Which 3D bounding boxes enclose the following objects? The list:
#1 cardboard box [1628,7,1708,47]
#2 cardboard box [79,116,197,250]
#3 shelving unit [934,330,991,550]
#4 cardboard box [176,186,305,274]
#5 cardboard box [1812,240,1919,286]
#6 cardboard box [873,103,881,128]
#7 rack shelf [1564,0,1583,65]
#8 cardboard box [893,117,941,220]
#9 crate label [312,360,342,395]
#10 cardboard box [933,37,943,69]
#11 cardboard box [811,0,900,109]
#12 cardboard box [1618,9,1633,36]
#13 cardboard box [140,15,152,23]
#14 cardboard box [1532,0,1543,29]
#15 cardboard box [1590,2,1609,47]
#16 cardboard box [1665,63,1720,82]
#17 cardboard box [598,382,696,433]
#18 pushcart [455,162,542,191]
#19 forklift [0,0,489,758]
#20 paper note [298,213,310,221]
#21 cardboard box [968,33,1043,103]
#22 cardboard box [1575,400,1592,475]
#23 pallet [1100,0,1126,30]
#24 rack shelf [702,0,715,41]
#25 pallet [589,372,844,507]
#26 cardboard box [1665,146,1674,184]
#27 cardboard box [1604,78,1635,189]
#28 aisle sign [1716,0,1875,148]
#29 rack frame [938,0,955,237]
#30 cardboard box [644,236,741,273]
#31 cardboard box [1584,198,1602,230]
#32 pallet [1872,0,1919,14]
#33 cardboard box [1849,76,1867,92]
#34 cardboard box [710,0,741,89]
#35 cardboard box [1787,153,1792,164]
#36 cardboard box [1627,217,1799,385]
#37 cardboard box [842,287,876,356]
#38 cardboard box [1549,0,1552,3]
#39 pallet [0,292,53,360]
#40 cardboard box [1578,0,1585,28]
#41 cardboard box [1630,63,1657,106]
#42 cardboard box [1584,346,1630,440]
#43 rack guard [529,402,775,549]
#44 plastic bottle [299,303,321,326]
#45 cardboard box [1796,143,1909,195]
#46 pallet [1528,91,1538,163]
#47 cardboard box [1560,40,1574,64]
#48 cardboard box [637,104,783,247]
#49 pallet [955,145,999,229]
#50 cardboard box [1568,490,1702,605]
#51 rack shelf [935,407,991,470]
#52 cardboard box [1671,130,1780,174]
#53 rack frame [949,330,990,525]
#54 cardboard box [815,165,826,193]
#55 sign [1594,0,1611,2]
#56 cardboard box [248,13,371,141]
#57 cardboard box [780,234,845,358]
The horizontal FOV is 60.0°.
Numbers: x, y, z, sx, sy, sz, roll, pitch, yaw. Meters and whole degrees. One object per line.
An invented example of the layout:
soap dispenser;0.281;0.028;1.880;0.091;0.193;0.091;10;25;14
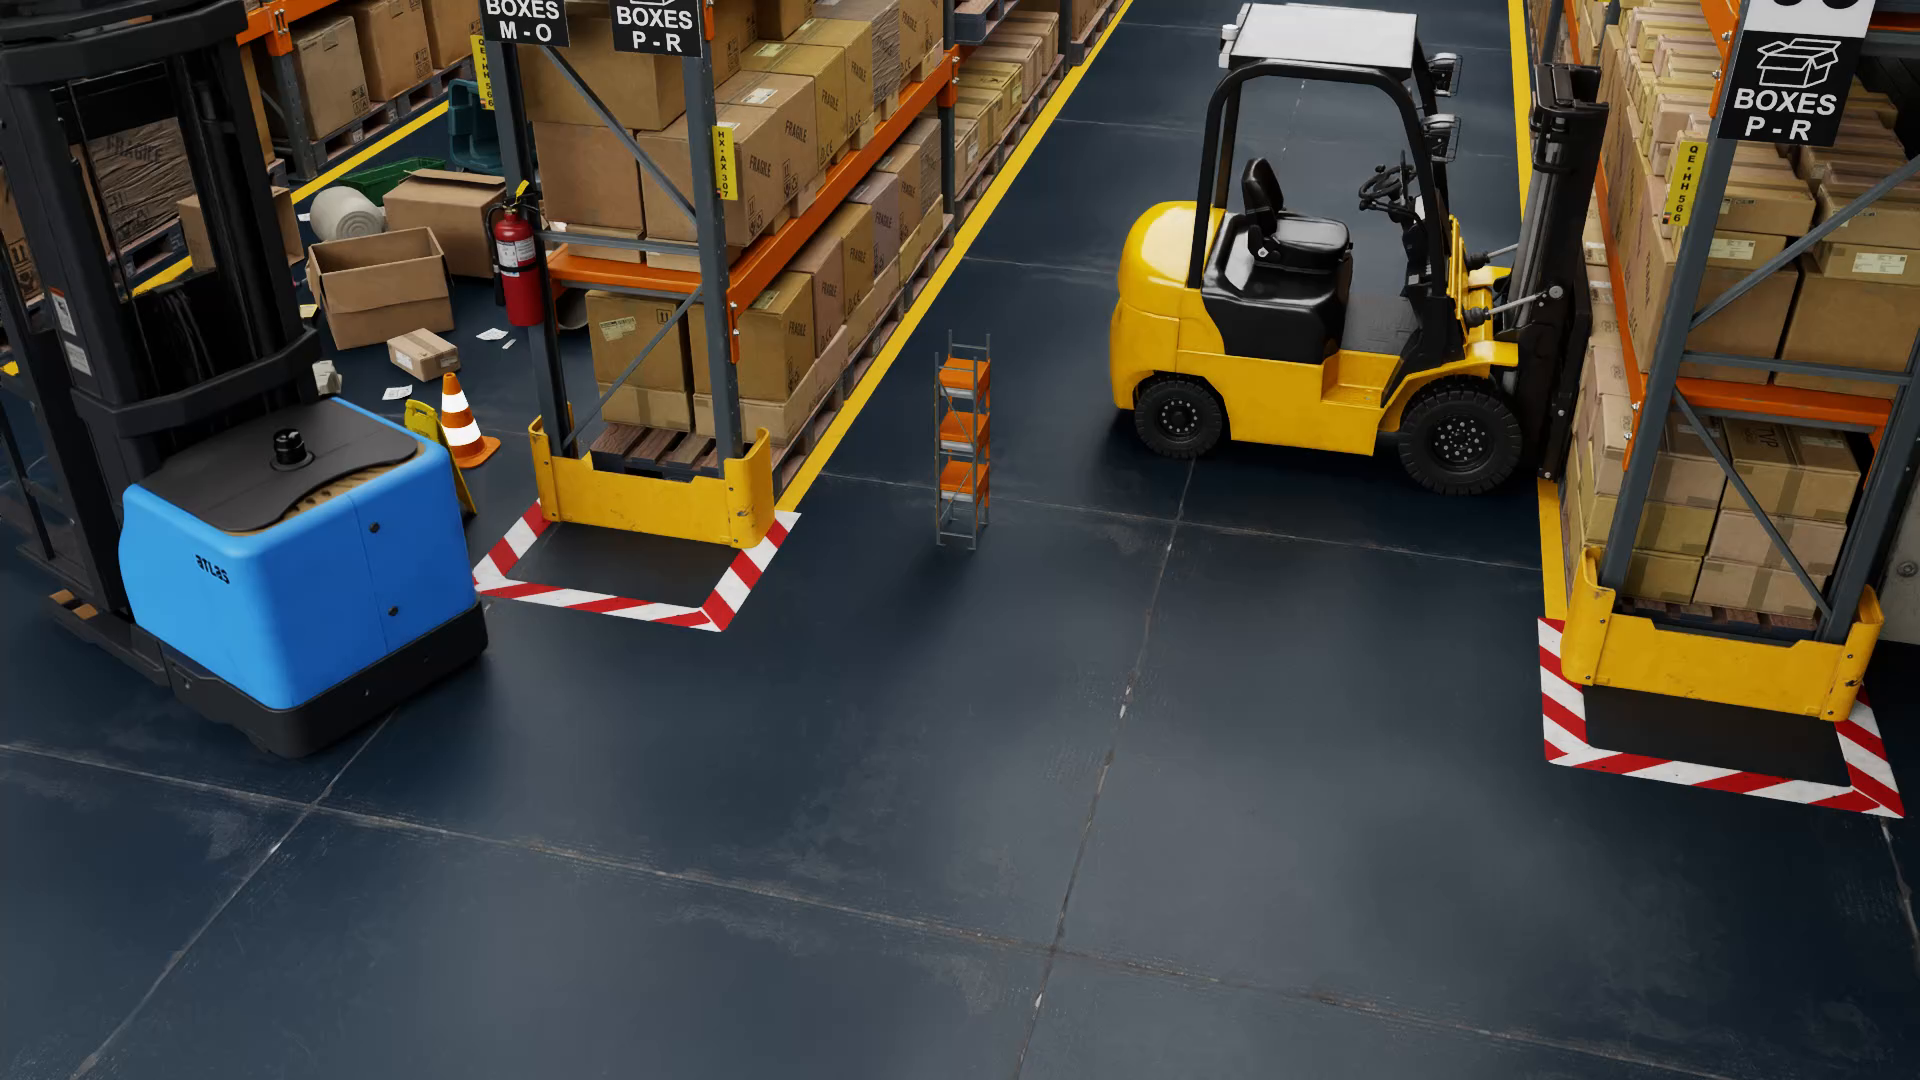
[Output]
cardboard box;3.701;-2.661;8.665;0.380;0.149;0.250;9;33;13
cardboard box;-5.800;-2.537;11.033;0.875;0.875;0.875;8;33;13
shelving unit;0.014;-0.471;8.012;0.215;1.050;0.252;8;33;12
cardboard box;-4.749;-2.042;10.994;0.500;0.500;0.500;14;35;21
cardboard box;3.590;-1.127;6.529;0.380;0.149;0.250;7;33;11
cardboard box;-0.669;-2.449;9.540;0.380;0.149;0.250;7;33;12
rack shelf;4.776;-3.480;11.599;1.077;0.370;4.000;8;33;12
cardboard box;-0.424;-2.409;10.717;0.500;0.500;0.500;8;33;12
crate label;-3.708;-0.926;9.579;0.250;0.136;0.298;-8;33;-13
cardboard box;-0.320;-3.105;10.573;0.380;0.149;0.250;8;33;12
cardboard box;-0.657;-2.785;9.464;0.500;0.500;0.500;9;34;14
cardboard box;3.933;-2.932;9.369;0.380;0.149;0.250;8;33;12
cardboard box;-5.547;-3.623;11.013;0.875;0.550;0.550;8;33;12
cardboard box;5.564;-4.995;15.249;0.500;0.500;0.500;7;33;11
cardboard box;4.146;-3.183;10.135;0.500;0.250;0.500;7;33;11
cardboard box;3.524;-2.123;7.818;0.380;0.149;0.250;8;33;13
cardboard box;-1.598;-0.829;8.930;0.500;0.250;0.500;8;33;12
pushcart;-2.752;-2.598;11.984;1.648;0.377;0.936;-3;33;-4
forklift;-3.577;-0.983;7.064;3.031;2.935;1.130;22;38;30
paper note;-4.642;-2.316;11.864;0.147;0.020;0.142;-14;35;-21
cardboard box;0.149;-3.888;13.628;0.950;0.372;0.625;7;33;11
cardboard box;3.212;-0.452;7.870;0.500;0.250;0.500;8;33;12
pallet;1.066;-5.349;16.467;1.003;0.211;1.213;8;33;12
rack shelf;-1.041;-3.344;8.589;1.077;0.370;4.000;8;33;12
pallet;-1.289;-0.623;9.034;1.003;0.211;1.213;8;33;12
cardboard box;3.305;-1.594;7.264;0.380;0.149;0.250;8;33;12
cardboard box;3.660;-2.058;8.598;0.500;0.500;0.500;8;33;12
aisle sign;2.953;-1.773;5.820;0.394;0.787;0.004;8;33;12
rack frame;-0.534;-3.420;10.833;1.000;3.000;0.127;8;33;12
cardboard box;-1.262;-1.386;7.868;0.380;0.149;0.250;8;33;13
cardboard box;3.703;-1.712;9.387;0.500;0.250;0.500;8;33;12
pallet;3.458;-2.262;6.299;1.003;0.211;1.213;8;33;12
cardboard box;3.965;-2.055;7.712;0.380;0.149;0.250;8;33;13
cardboard box;-1.495;-2.490;8.068;0.700;0.500;0.500;8;33;13
cardboard box;3.985;-1.784;7.563;0.380;0.149;0.250;9;34;14
cardboard box;3.124;-1.003;6.939;0.500;0.500;0.500;7;33;11
cardboard box;-0.814;-1.290;9.655;0.500;0.250;0.500;10;34;16
cardboard box;5.203;-4.654;14.109;0.380;0.149;0.250;6;33;10
pallet;-6.235;-1.214;9.963;1.003;0.211;1.213;8;33;12
cardboard box;4.421;-3.495;11.091;0.500;0.250;0.500;8;33;13
cardboard box;3.580;-2.272;8.330;0.380;0.149;0.250;7;33;11
cardboard box;3.192;-0.656;7.726;0.500;0.250;0.500;9;33;13
rack guard;-1.530;-0.328;8.301;1.175;0.500;0.348;8;33;12
plastic bottle;-4.096;-1.424;10.433;0.133;0.061;0.283;-3;33;-4
cardboard box;3.698;-1.527;6.881;0.380;0.149;0.250;9;33;13
pallet;5.037;-3.223;13.123;1.003;0.211;1.213;8;33;12
cardboard box;4.954;-3.335;12.521;0.875;0.625;0.625;9;34;14
cardboard box;-1.160;-1.720;7.789;0.500;0.500;0.500;8;33;12
pallet;-0.338;-2.647;12.217;1.003;0.211;1.213;8;33;12
cardboard box;3.067;0.026;7.584;0.500;0.250;0.500;8;33;13
rack shelf;0.014;-0.462;8.018;0.215;0.259;0.240;8;33;12
cardboard box;3.213;-1.598;6.992;0.380;0.149;0.250;9;33;13
rack frame;0.045;-0.534;8.112;0.200;1.050;0.008;8;33;12
cardboard box;-0.924;-1.910;8.692;0.380;0.149;0.250;9;34;14
sign;3.741;-3.270;9.592;0.100;0.325;0.005;8;33;12
cardboard box;-5.277;-3.603;12.828;1.050;0.750;0.750;8;33;12
cardboard box;-0.943;-1.343;9.038;0.500;0.500;0.500;7;33;11
